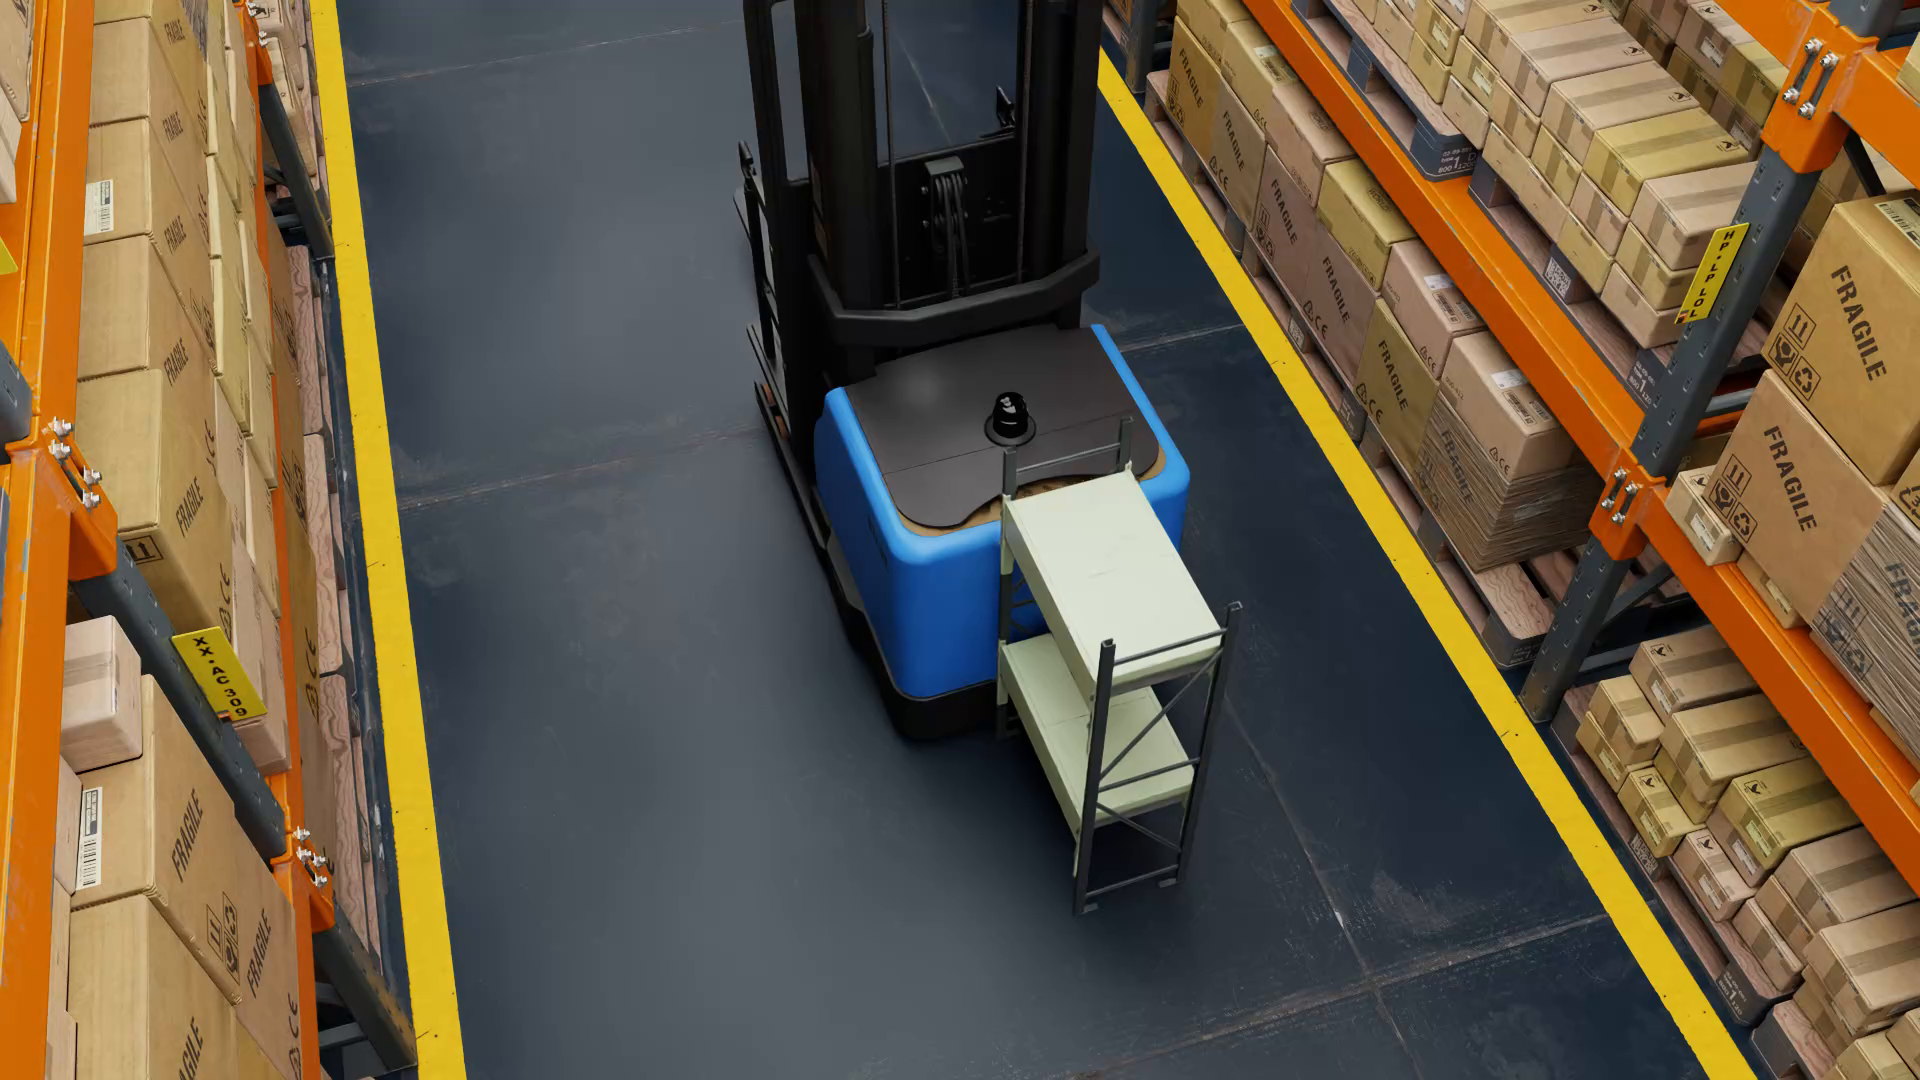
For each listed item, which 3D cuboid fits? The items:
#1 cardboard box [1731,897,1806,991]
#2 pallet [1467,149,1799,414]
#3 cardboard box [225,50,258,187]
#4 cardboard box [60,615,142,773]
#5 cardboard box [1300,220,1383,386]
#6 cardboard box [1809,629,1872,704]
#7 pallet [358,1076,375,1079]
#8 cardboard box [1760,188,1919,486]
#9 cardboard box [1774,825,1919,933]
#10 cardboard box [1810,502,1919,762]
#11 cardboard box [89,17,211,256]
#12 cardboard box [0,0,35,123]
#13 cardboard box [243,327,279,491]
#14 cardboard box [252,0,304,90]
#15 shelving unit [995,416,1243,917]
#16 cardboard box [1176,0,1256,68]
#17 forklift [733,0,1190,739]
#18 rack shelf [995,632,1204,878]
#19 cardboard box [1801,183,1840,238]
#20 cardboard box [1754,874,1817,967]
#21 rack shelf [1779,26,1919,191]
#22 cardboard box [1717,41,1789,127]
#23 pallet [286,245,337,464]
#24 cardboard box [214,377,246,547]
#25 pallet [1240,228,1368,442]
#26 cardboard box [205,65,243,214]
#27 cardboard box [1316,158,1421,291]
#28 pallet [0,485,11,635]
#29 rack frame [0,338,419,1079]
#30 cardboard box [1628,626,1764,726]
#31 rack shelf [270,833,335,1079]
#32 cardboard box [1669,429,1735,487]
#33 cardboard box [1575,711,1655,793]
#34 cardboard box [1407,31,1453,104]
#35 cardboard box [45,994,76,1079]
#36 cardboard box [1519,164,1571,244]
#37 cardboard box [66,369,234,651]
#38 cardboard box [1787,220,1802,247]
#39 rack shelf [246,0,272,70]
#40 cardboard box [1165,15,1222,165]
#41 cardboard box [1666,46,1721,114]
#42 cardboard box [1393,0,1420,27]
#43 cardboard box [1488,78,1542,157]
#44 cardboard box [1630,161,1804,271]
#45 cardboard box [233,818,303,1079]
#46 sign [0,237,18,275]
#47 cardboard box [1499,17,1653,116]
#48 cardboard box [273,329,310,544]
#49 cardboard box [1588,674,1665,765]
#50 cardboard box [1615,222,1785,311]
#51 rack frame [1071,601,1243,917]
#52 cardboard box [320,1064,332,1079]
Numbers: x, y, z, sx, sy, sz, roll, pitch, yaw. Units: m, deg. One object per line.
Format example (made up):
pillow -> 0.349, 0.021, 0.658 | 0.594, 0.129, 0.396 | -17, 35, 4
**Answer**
cardboard box -> 2.648, 1.202, 5.154 | 0.380, 0.149, 0.250 | -14, 51, -12
pallet -> 2.436, -0.988, 5.536 | 1.003, 0.211, 1.213 | -13, 51, -11
cardboard box -> -2.795, -1.458, 5.905 | 0.500, 0.250, 0.500 | -12, 51, -10
cardboard box -> -1.781, 0.324, 3.161 | 0.380, 0.149, 0.250 | -14, 51, -12
cardboard box -> 1.764, -1.022, 6.800 | 0.500, 0.500, 0.500 | -14, 51, -12
cardboard box -> 2.570, 0.258, 4.524 | 0.380, 0.149, 0.250 | -15, 52, -13
pallet -> -2.026, 2.206, 4.541 | 1.003, 0.211, 1.213 | -13, 51, -11
cardboard box -> 2.423, -0.524, 4.106 | 0.500, 0.500, 0.500 | -12, 51, -10
cardboard box -> 2.672, 1.005, 4.931 | 0.380, 0.149, 0.250 | -15, 51, -12
cardboard box -> 2.582, 0.192, 4.156 | 0.500, 0.500, 0.500 | -13, 51, -11
cardboard box -> -2.513, -1.115, 4.798 | 0.500, 0.500, 0.500 | -14, 51, -12
cardboard box -> -2.160, -1.109, 3.211 | 0.500, 0.500, 0.500 | -14, 51, -12
cardboard box -> -2.345, -0.354, 4.974 | 0.500, 0.250, 0.500 | -14, 51, -11
cardboard box -> -3.742, -2.427, 8.068 | 0.950, 0.372, 0.625 | -14, 51, -12
shelving unit -> 0.439, 0.440, 5.187 | 0.431, 1.500, 0.755 | -15, 52, -12
cardboard box -> 1.313, -2.393, 7.465 | 0.500, 0.250, 0.500 | -15, 52, -13
forklift -> -0.210, -1.398, 5.801 | 1.130, 2.935, 3.031 | -15, 52, -12
rack shelf -> 0.439, 0.650, 5.436 | 0.431, 0.370, 0.720 | -15, 52, -12
cardboard box -> 2.846, -1.000, 5.116 | 0.380, 0.149, 0.250 | -13, 51, -10
cardboard box -> 2.668, 1.099, 5.047 | 0.380, 0.149, 0.250 | -16, 52, -13
rack shelf -> 3.114, 0.267, 2.861 | 1.077, 0.370, 4.000 | -13, 51, -11
cardboard box -> 2.684, -1.486, 5.331 | 0.380, 0.149, 0.250 | -13, 51, -11
pallet -> -3.198, -0.695, 6.988 | 1.003, 0.211, 1.213 | -13, 51, -11
cardboard box -> -2.218, -0.138, 4.465 | 0.500, 0.250, 0.500 | -13, 51, -10
pallet -> 1.927, -1.021, 7.262 | 1.003, 0.211, 1.213 | -13, 51, -11
cardboard box -> -2.647, -1.260, 5.411 | 0.500, 0.250, 0.500 | -15, 51, -12
cardboard box -> 1.752, -1.278, 6.525 | 0.500, 0.250, 0.500 | -15, 52, -13
pallet -> -1.944, 0.396, 2.340 | 1.003, 0.211, 1.213 | -13, 51, -11
rack frame -> -2.176, 0.735, 3.958 | 1.000, 3.000, 0.127 | -13, 51, -11
cardboard box -> 2.427, 0.432, 5.415 | 0.380, 0.149, 0.250 | -11, 51, -9
rack shelf -> -1.585, 2.427, 3.002 | 1.077, 0.370, 4.000 | -13, 51, -11
cardboard box -> 2.558, -0.388, 6.265 | 0.500, 0.500, 0.500 | -12, 51, -10
cardboard box -> 2.324, 0.664, 5.608 | 0.380, 0.149, 0.250 | -15, 52, -13
cardboard box -> 1.828, -1.709, 5.908 | 0.380, 0.149, 0.250 | -11, 51, -9
cardboard box -> -1.650, 0.906, 2.670 | 0.380, 0.149, 0.250 | -14, 51, -11
cardboard box -> 2.067, -1.130, 5.420 | 0.380, 0.149, 0.250 | -13, 51, -11
cardboard box -> -2.031, -0.006, 3.864 | 0.500, 0.500, 0.500 | -13, 51, -11
cardboard box -> 2.758, -1.106, 5.400 | 0.380, 0.149, 0.250 | -13, 51, -10
rack shelf -> -3.950, -3.416, 7.928 | 1.077, 0.370, 4.000 | -13, 51, -11
cardboard box -> 1.305, -2.135, 7.738 | 0.500, 0.500, 0.500 | -15, 52, -13
cardboard box -> 2.613, -1.567, 5.594 | 0.380, 0.149, 0.250 | -15, 52, -13
cardboard box -> 1.757, -1.995, 5.955 | 0.380, 0.149, 0.250 | -12, 51, -10
cardboard box -> 1.982, -1.427, 5.476 | 0.380, 0.149, 0.250 | -15, 51, -12
cardboard box -> 2.218, -0.954, 4.882 | 0.380, 0.149, 0.250 | -11, 51, -9
cardboard box -> -1.795, 0.983, 3.683 | 0.500, 0.500, 0.500 | -13, 51, -11
sign -> -1.646, -0.551, 2.690 | 0.100, 0.325, 0.005 | -13, 51, -11
cardboard box -> 1.985, -1.530, 5.369 | 0.380, 0.149, 0.250 | -13, 51, -11
cardboard box -> -2.974, -0.462, 6.082 | 0.875, 0.875, 0.875 | -13, 51, -11
cardboard box -> 2.324, 0.566, 5.496 | 0.380, 0.149, 0.250 | -11, 51, -9
cardboard box -> 2.216, -0.855, 4.993 | 0.380, 0.149, 0.250 | -12, 51, -10
rack frame -> 0.561, 0.705, 4.965 | 0.400, 1.500, 0.023 | -15, 52, -12
cardboard box -> -2.093, 1.908, 4.370 | 0.875, 0.438, 0.875 | -14, 51, -12
